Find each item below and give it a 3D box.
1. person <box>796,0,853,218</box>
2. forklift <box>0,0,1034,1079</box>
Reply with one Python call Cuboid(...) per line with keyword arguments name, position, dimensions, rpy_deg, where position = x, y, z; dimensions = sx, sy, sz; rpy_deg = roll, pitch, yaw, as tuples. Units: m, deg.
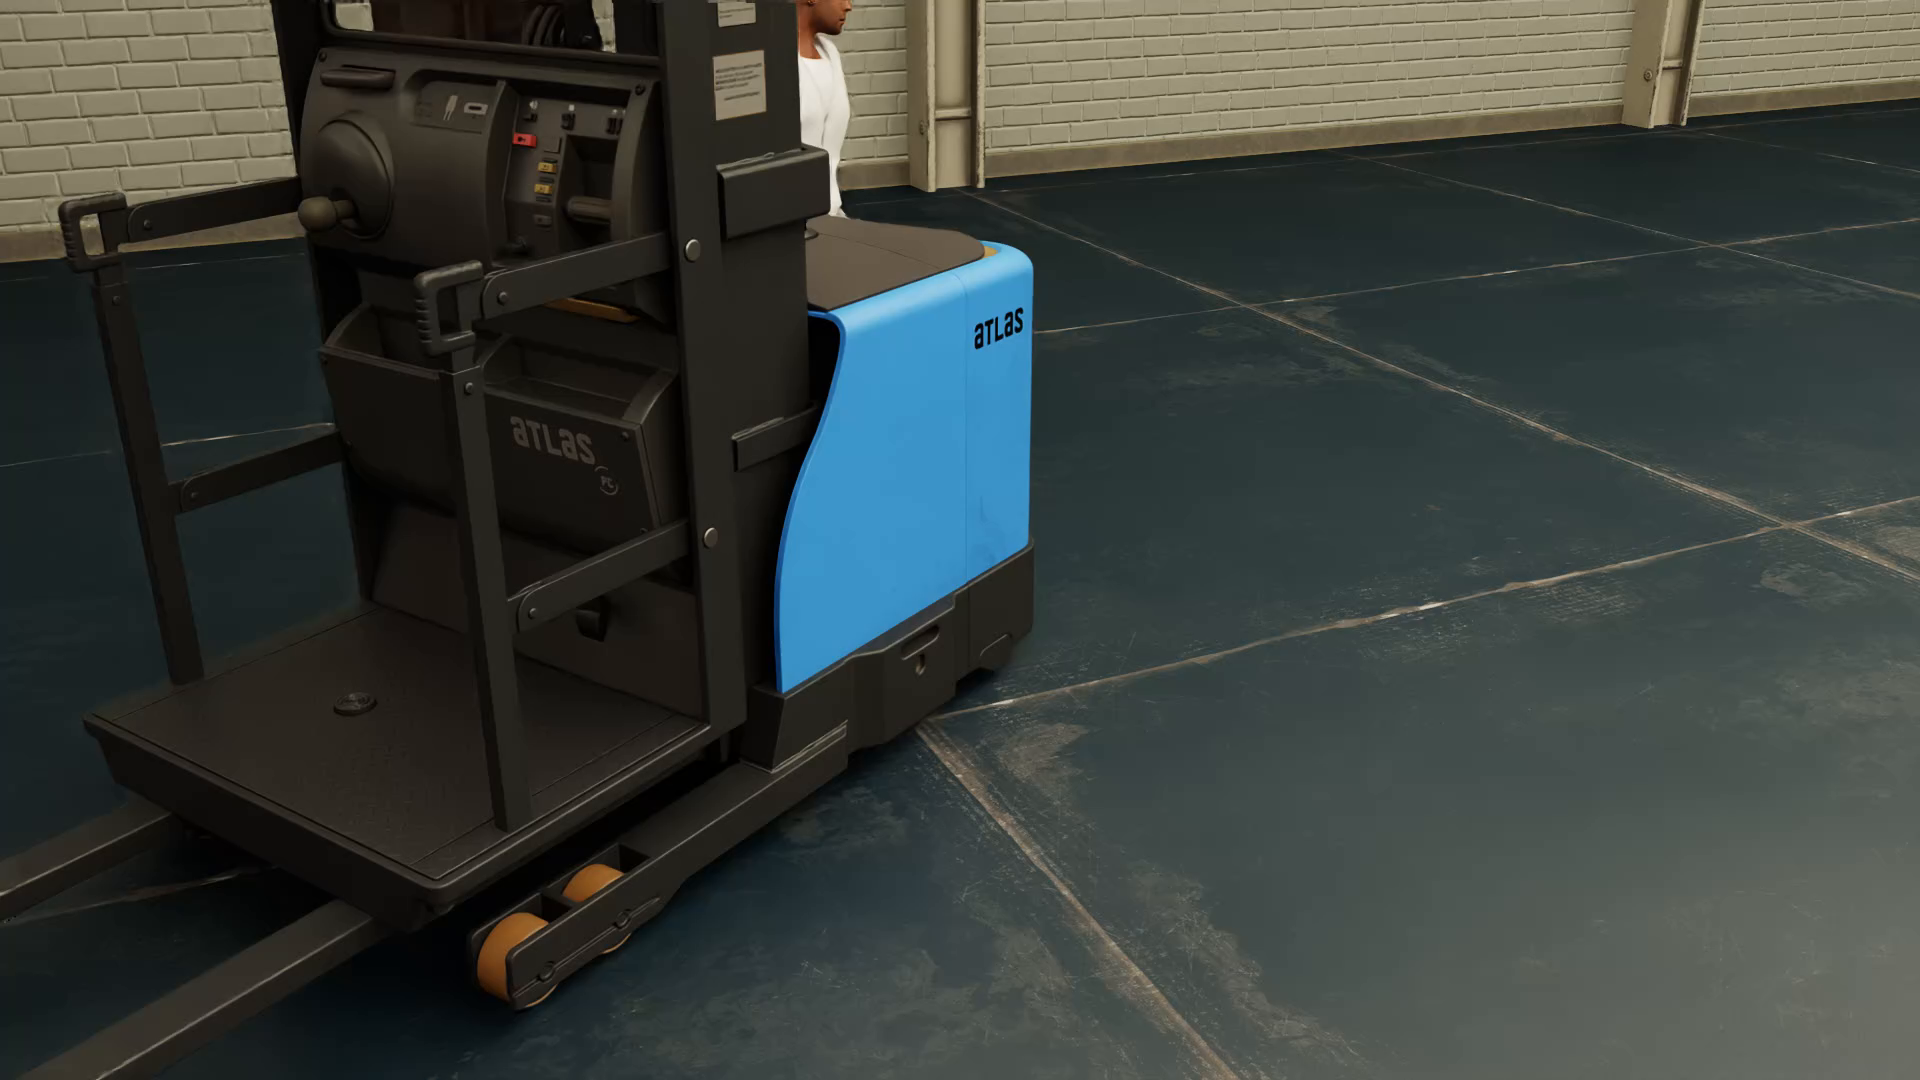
Cuboid(name="person", position=(-0.559, -1.057, 5.444), dimensions=(0.474, 1.733, 0.900), rpy_deg=(12, 26, 27))
Cuboid(name="forklift", position=(-1.053, -0.707, 2.988), dimensions=(1.130, 2.935, 3.031), rpy_deg=(15, 27, 31))
